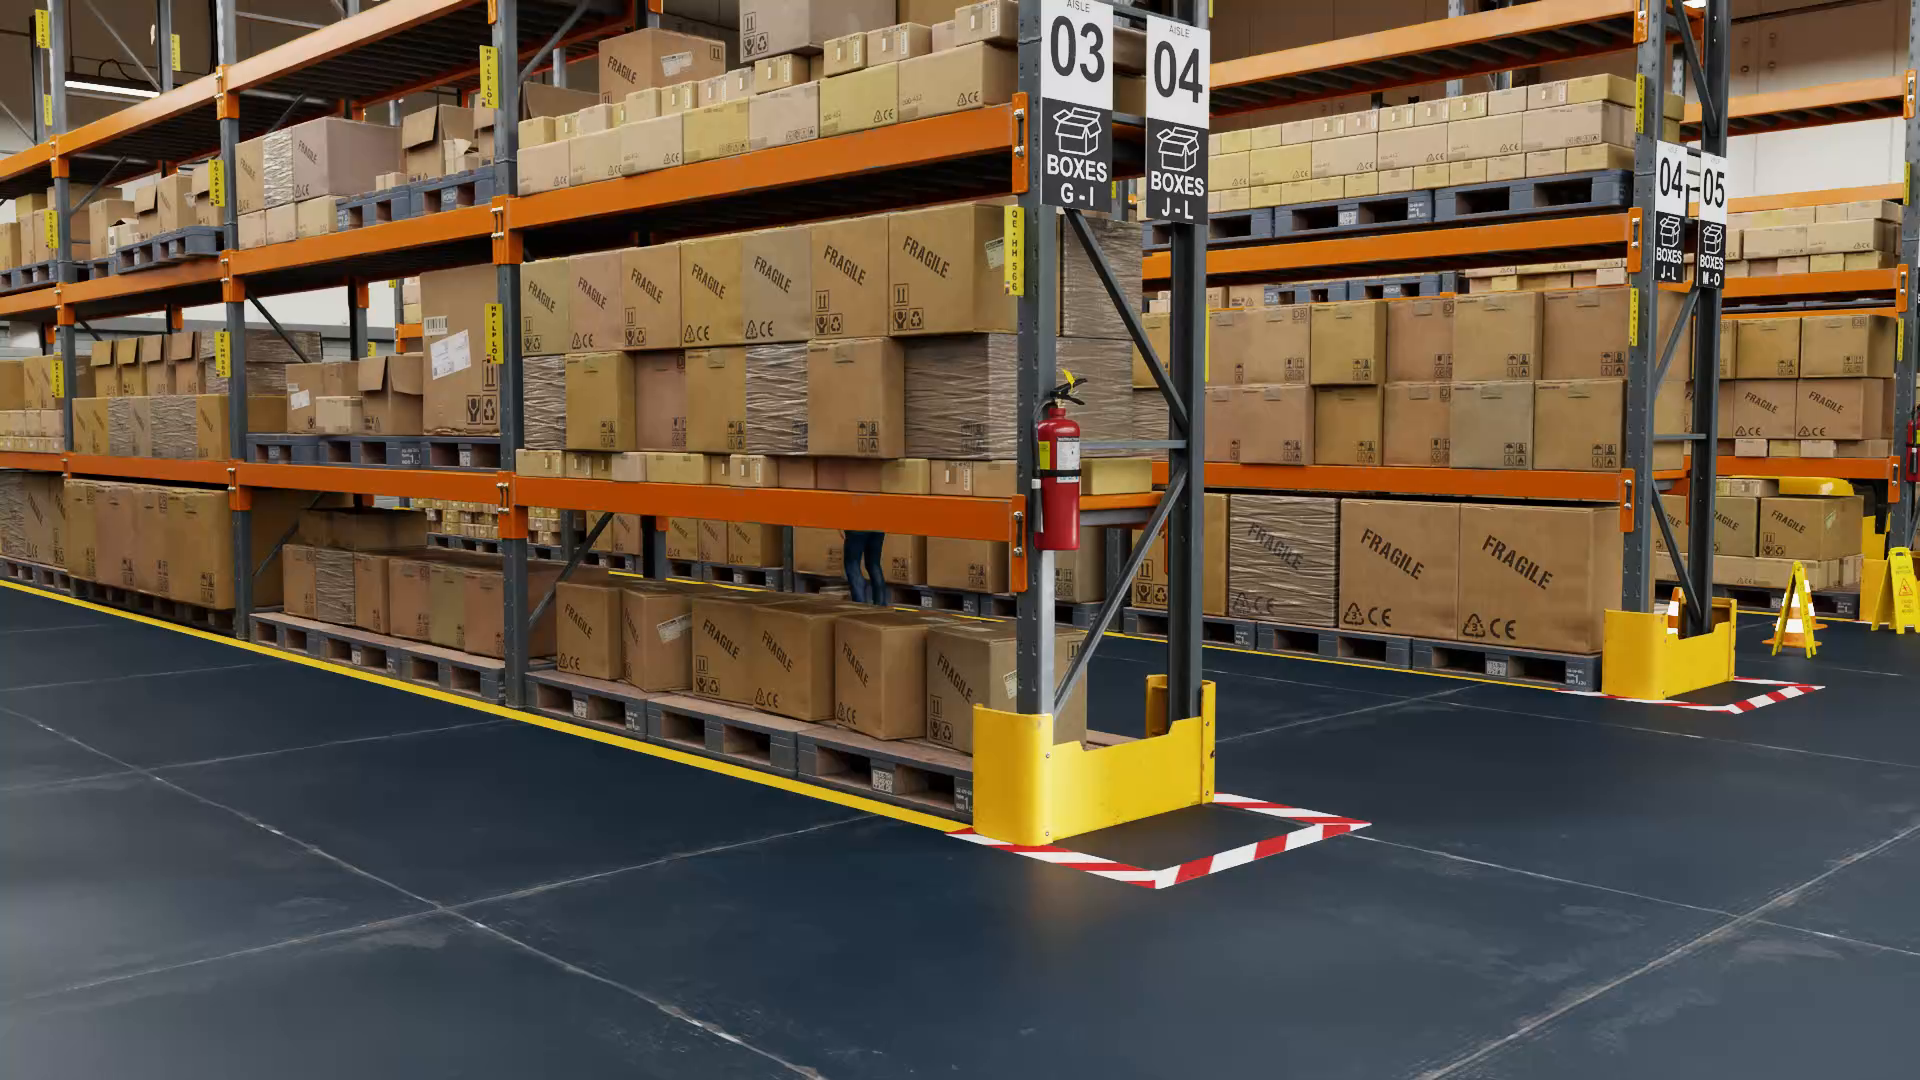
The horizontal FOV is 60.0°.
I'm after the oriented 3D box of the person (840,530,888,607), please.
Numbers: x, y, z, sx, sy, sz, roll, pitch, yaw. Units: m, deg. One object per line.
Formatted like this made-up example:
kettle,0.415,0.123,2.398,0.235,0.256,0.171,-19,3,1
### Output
person,-0.749,-0.118,12.927,0.348,1.590,0.469,4,6,44
